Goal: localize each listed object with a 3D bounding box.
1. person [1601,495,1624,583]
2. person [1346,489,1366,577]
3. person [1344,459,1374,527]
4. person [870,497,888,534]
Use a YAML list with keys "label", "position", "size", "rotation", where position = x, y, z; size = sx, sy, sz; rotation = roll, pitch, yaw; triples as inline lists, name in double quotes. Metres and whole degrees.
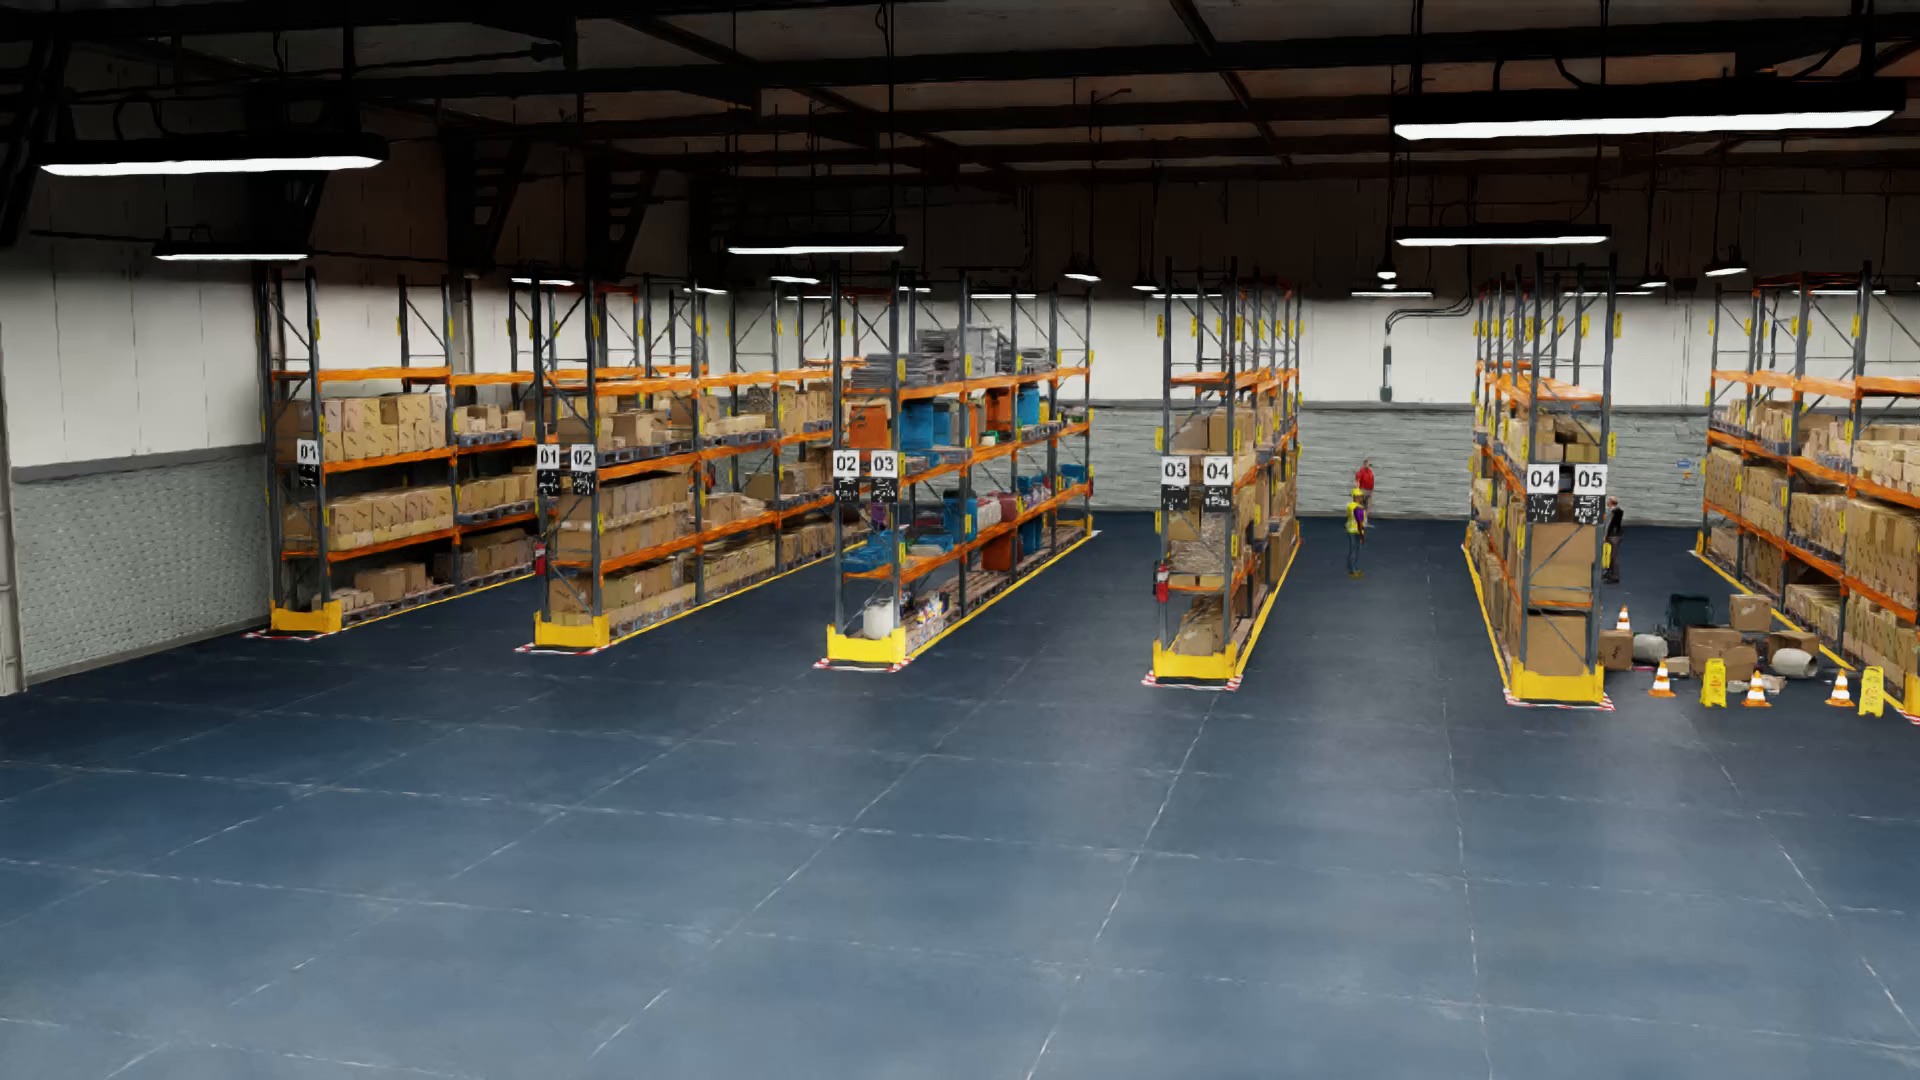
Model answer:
- label: "person"
  position: [12.866, -0.034, 32.907]
  size: [0.569, 1.718, 0.627]
  rotation: [7, 10, 44]
- label: "person"
  position: [8.026, -0.158, 33.639]
  size: [0.400, 1.769, 0.674]
  rotation: [-1, 7, -7]
- label: "person"
  position: [10.153, -1.197, 42.197]
  size: [0.730, 1.722, 0.515]
  rotation: [-4, 8, -30]
- label: "person"
  position: [-1.791, -0.440, 36.974]
  size: [0.430, 1.507, 0.949]
  rotation: [2, 7, 14]
